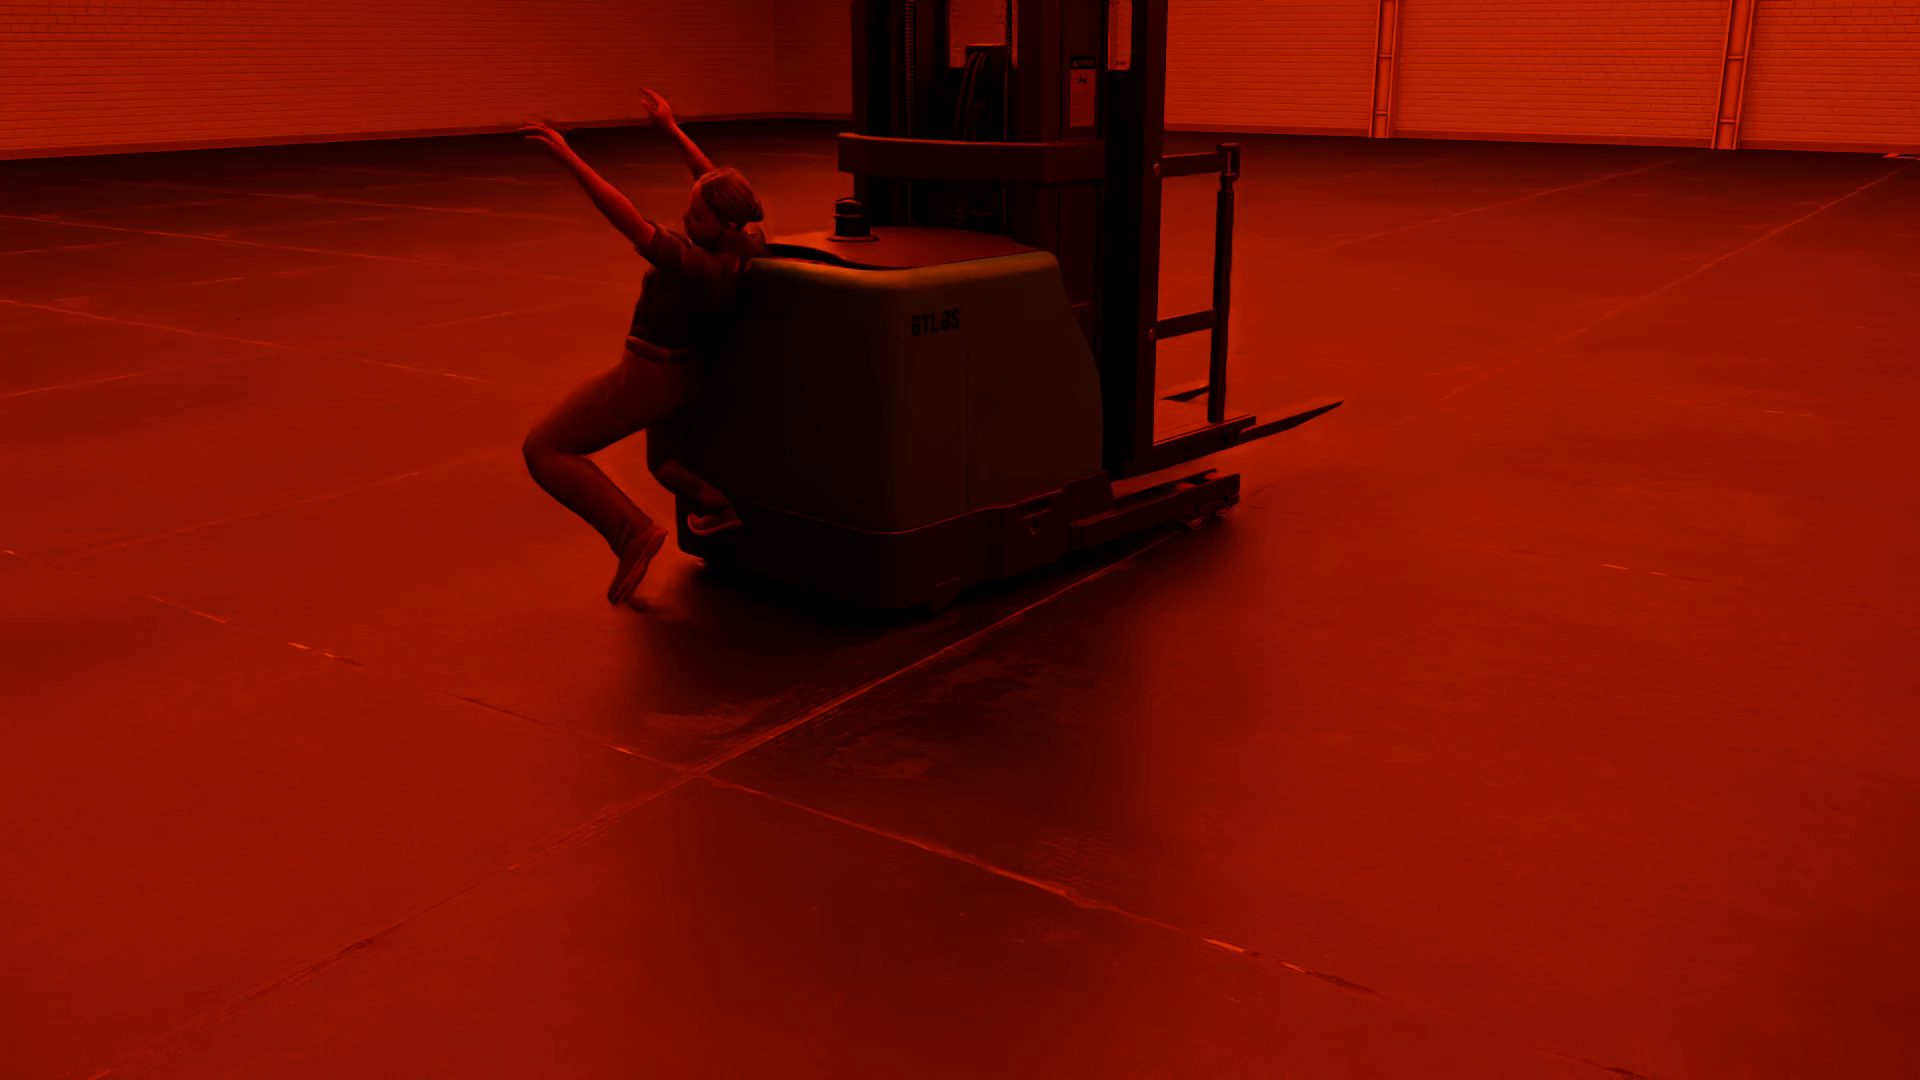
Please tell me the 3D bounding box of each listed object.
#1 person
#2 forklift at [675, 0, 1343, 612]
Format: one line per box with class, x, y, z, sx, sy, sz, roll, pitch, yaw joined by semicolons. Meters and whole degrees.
person;-0.982;-0.565;5.121;0.737;1.588;0.930;9;19;28
forklift;0.403;-1.536;5.968;1.130;2.935;3.031;14;22;40
